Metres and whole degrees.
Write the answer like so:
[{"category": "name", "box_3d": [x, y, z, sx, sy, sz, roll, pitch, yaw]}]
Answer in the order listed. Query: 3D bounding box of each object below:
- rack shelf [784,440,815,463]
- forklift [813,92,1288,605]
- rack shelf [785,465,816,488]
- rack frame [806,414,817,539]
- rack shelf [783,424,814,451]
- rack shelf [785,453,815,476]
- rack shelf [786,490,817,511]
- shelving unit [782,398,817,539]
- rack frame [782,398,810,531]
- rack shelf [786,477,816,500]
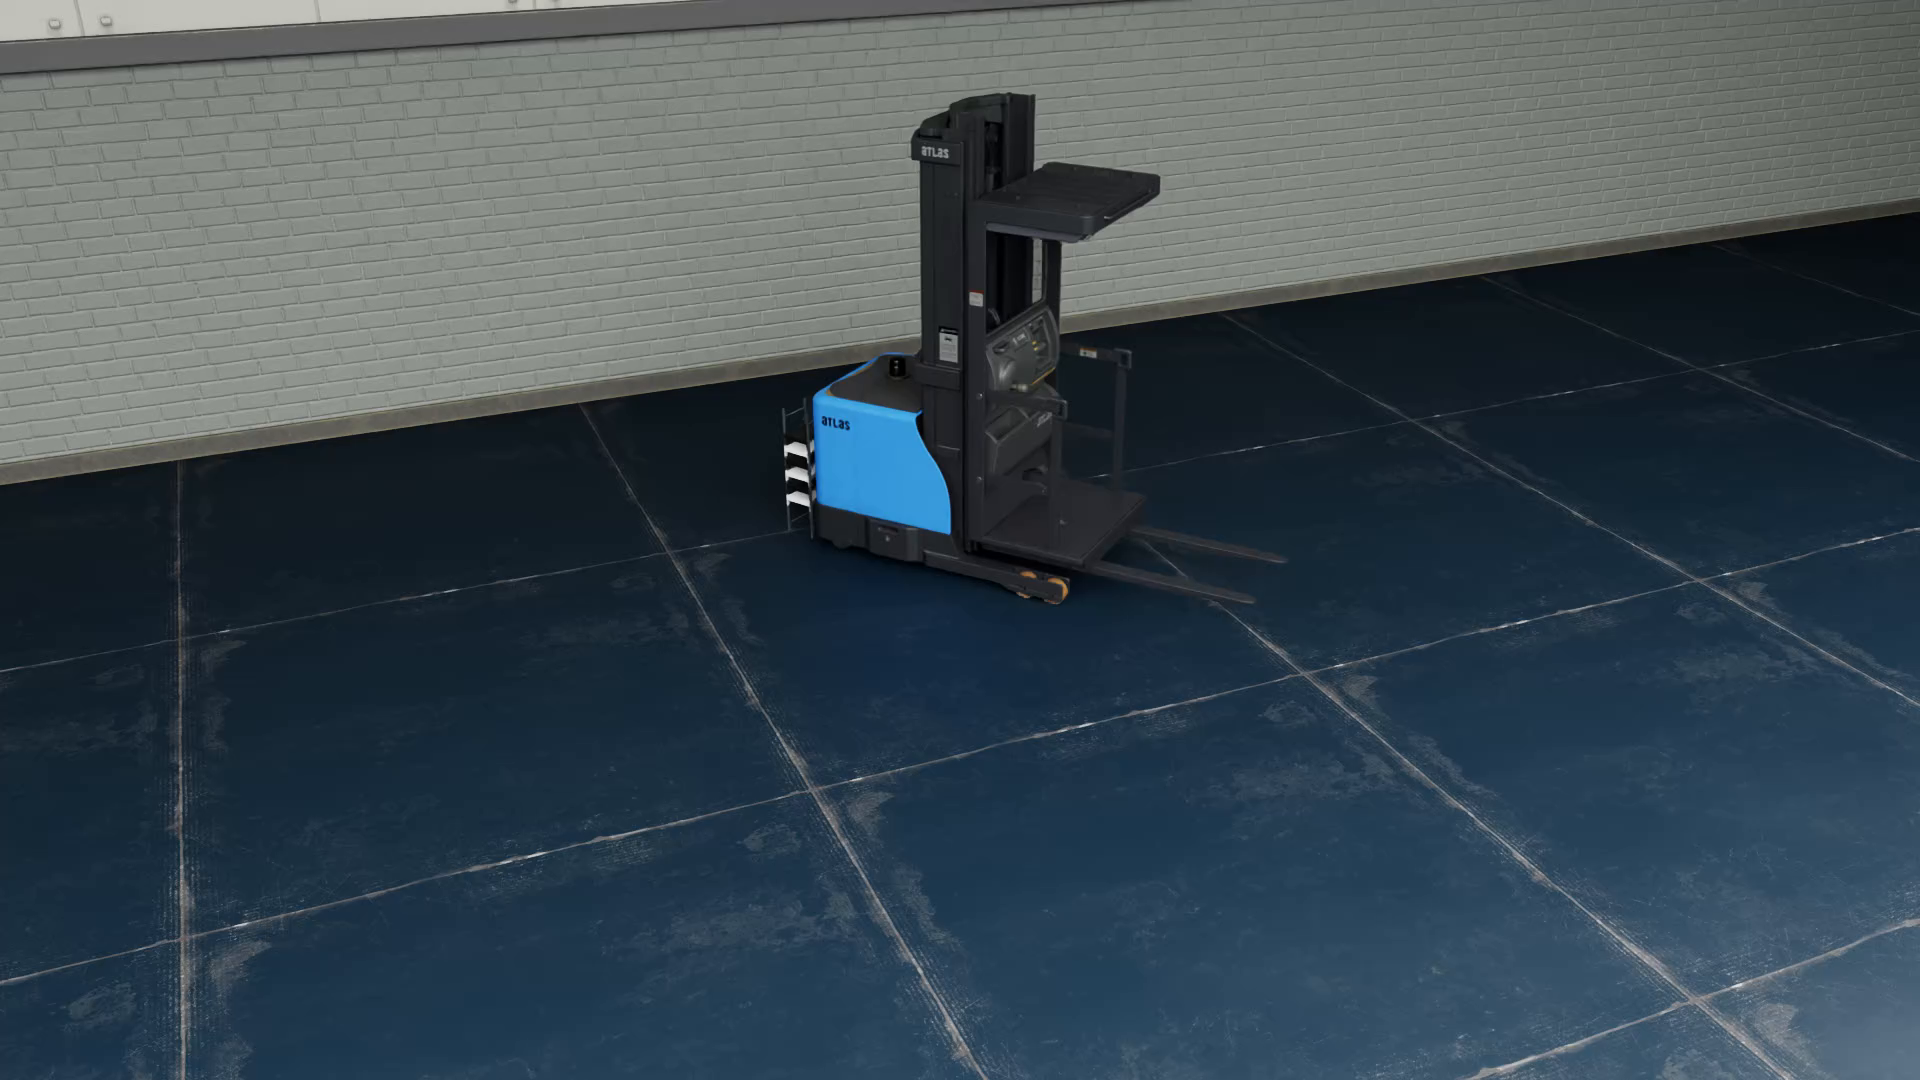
[{"category": "rack shelf", "box_3d": [-1.020, -0.612, 11.144, 0.200, 0.077, 0.258, 17, 31, 31]}, {"category": "forklift", "box_3d": [0.576, -1.177, 10.321, 3.031, 2.935, 1.130, 13, 29, 25]}, {"category": "rack shelf", "box_3d": [-1.020, -0.451, 11.223, 0.200, 0.077, 0.258, 17, 31, 31]}, {"category": "rack frame", "box_3d": [-0.937, -0.455, 11.156, 0.006, 0.900, 0.240, 17, 31, 31]}, {"category": "rack shelf", "box_3d": [-1.020, -0.693, 11.105, 0.200, 0.077, 0.258, 17, 31, 31]}, {"category": "rack shelf", "box_3d": [-1.020, -0.531, 11.184, 0.200, 0.077, 0.258, 17, 31, 31]}, {"category": "rack shelf", "box_3d": [-1.020, -0.289, 11.302, 0.200, 0.077, 0.258, 17, 31, 31]}, {"category": "shelving unit", "box_3d": [-1.020, -0.481, 11.209, 0.210, 0.900, 0.258, 17, 31, 31]}, {"category": "rack frame", "box_3d": [-1.104, -0.506, 11.261, 0.006, 0.900, 0.240, 17, 31, 31]}, {"category": "rack shelf", "box_3d": [-1.020, -0.370, 11.263, 0.200, 0.077, 0.258, 17, 31, 31]}]
